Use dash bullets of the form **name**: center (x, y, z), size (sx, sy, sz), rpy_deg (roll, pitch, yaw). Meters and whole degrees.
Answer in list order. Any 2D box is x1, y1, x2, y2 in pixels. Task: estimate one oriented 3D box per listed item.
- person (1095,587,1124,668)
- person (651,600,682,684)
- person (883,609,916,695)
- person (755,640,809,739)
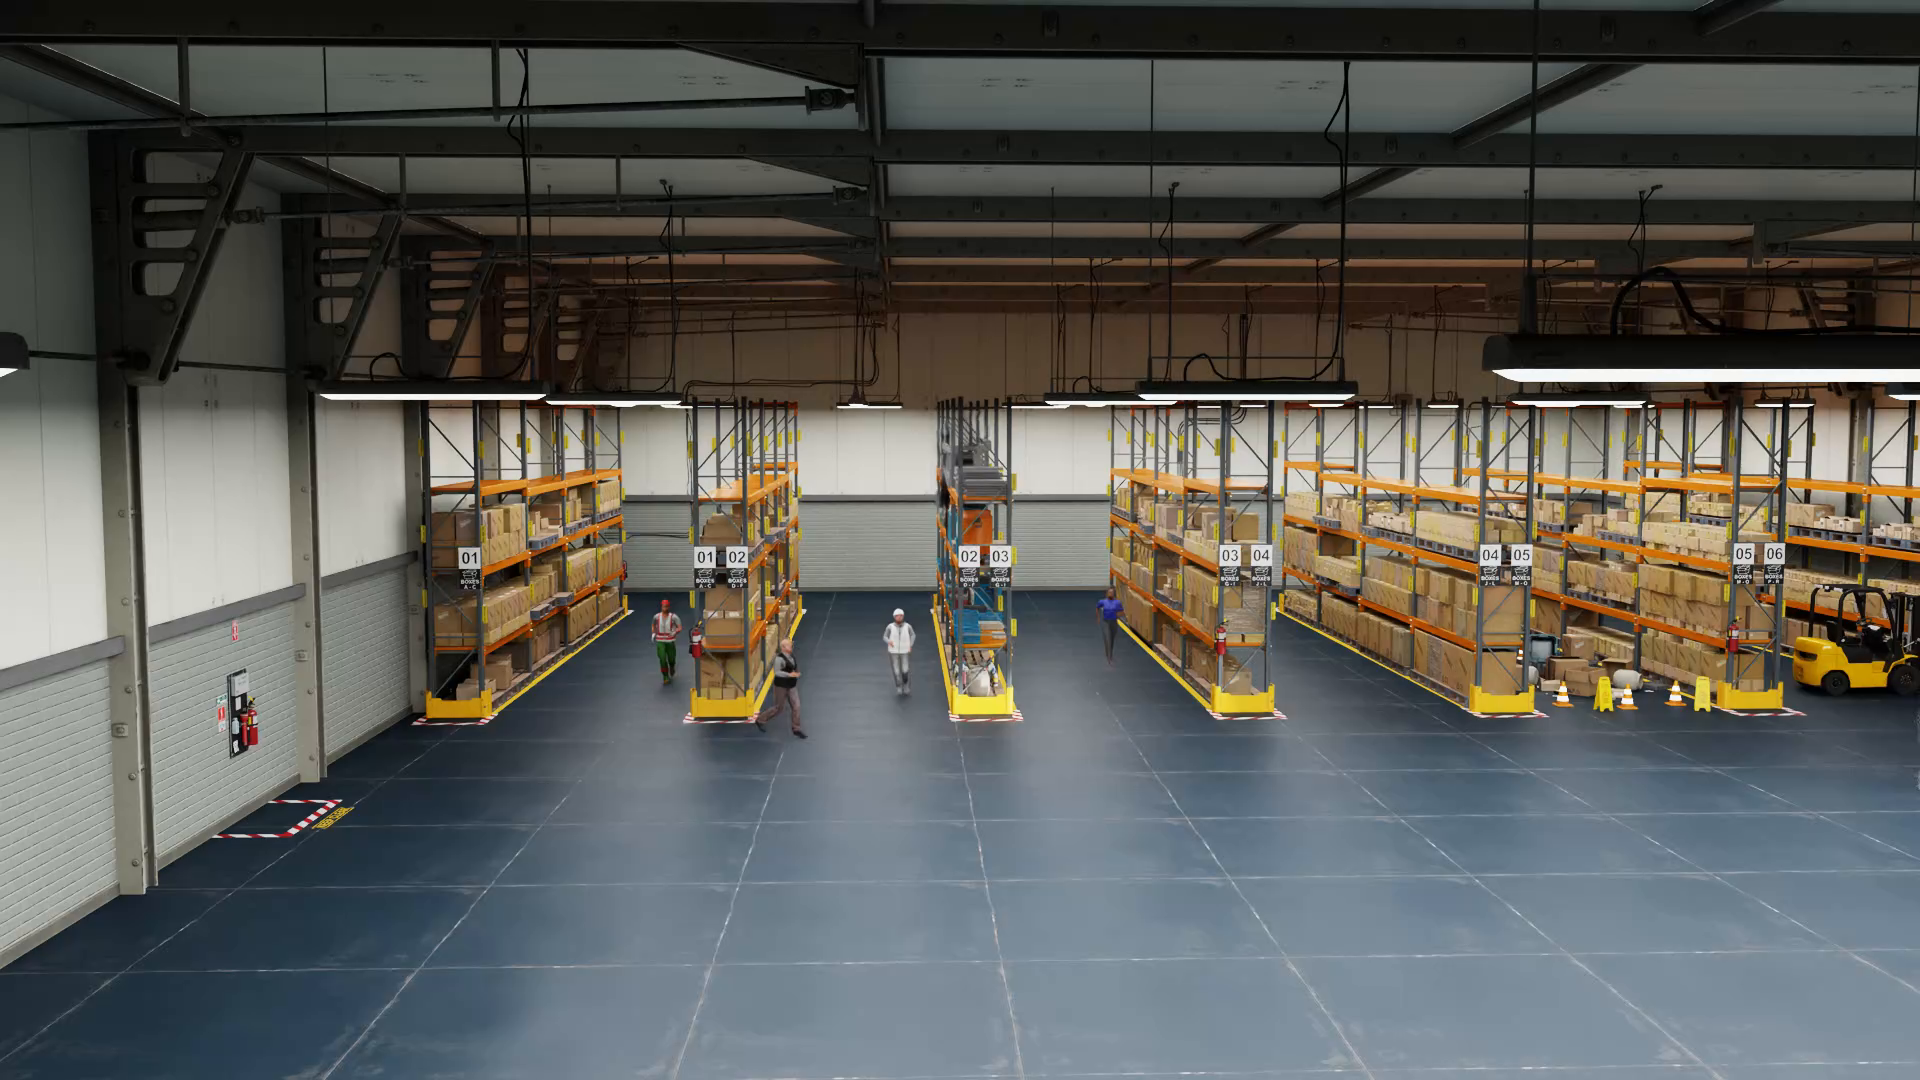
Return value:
- **person**: center (3.203, 1.900, 35.448), size (0.567, 1.596, 0.842), rpy_deg (-1, 4, -9)
- **person**: center (-6.200, 2.135, 35.095), size (0.657, 1.755, 0.760), rpy_deg (0, 4, -3)
- **person**: center (-1.225, 2.260, 33.480), size (0.655, 1.749, 0.636), rpy_deg (0, 4, -1)
- **person**: center (-3.107, 2.607, 29.213), size (0.967, 1.739, 0.667), rpy_deg (2, 5, 28)
